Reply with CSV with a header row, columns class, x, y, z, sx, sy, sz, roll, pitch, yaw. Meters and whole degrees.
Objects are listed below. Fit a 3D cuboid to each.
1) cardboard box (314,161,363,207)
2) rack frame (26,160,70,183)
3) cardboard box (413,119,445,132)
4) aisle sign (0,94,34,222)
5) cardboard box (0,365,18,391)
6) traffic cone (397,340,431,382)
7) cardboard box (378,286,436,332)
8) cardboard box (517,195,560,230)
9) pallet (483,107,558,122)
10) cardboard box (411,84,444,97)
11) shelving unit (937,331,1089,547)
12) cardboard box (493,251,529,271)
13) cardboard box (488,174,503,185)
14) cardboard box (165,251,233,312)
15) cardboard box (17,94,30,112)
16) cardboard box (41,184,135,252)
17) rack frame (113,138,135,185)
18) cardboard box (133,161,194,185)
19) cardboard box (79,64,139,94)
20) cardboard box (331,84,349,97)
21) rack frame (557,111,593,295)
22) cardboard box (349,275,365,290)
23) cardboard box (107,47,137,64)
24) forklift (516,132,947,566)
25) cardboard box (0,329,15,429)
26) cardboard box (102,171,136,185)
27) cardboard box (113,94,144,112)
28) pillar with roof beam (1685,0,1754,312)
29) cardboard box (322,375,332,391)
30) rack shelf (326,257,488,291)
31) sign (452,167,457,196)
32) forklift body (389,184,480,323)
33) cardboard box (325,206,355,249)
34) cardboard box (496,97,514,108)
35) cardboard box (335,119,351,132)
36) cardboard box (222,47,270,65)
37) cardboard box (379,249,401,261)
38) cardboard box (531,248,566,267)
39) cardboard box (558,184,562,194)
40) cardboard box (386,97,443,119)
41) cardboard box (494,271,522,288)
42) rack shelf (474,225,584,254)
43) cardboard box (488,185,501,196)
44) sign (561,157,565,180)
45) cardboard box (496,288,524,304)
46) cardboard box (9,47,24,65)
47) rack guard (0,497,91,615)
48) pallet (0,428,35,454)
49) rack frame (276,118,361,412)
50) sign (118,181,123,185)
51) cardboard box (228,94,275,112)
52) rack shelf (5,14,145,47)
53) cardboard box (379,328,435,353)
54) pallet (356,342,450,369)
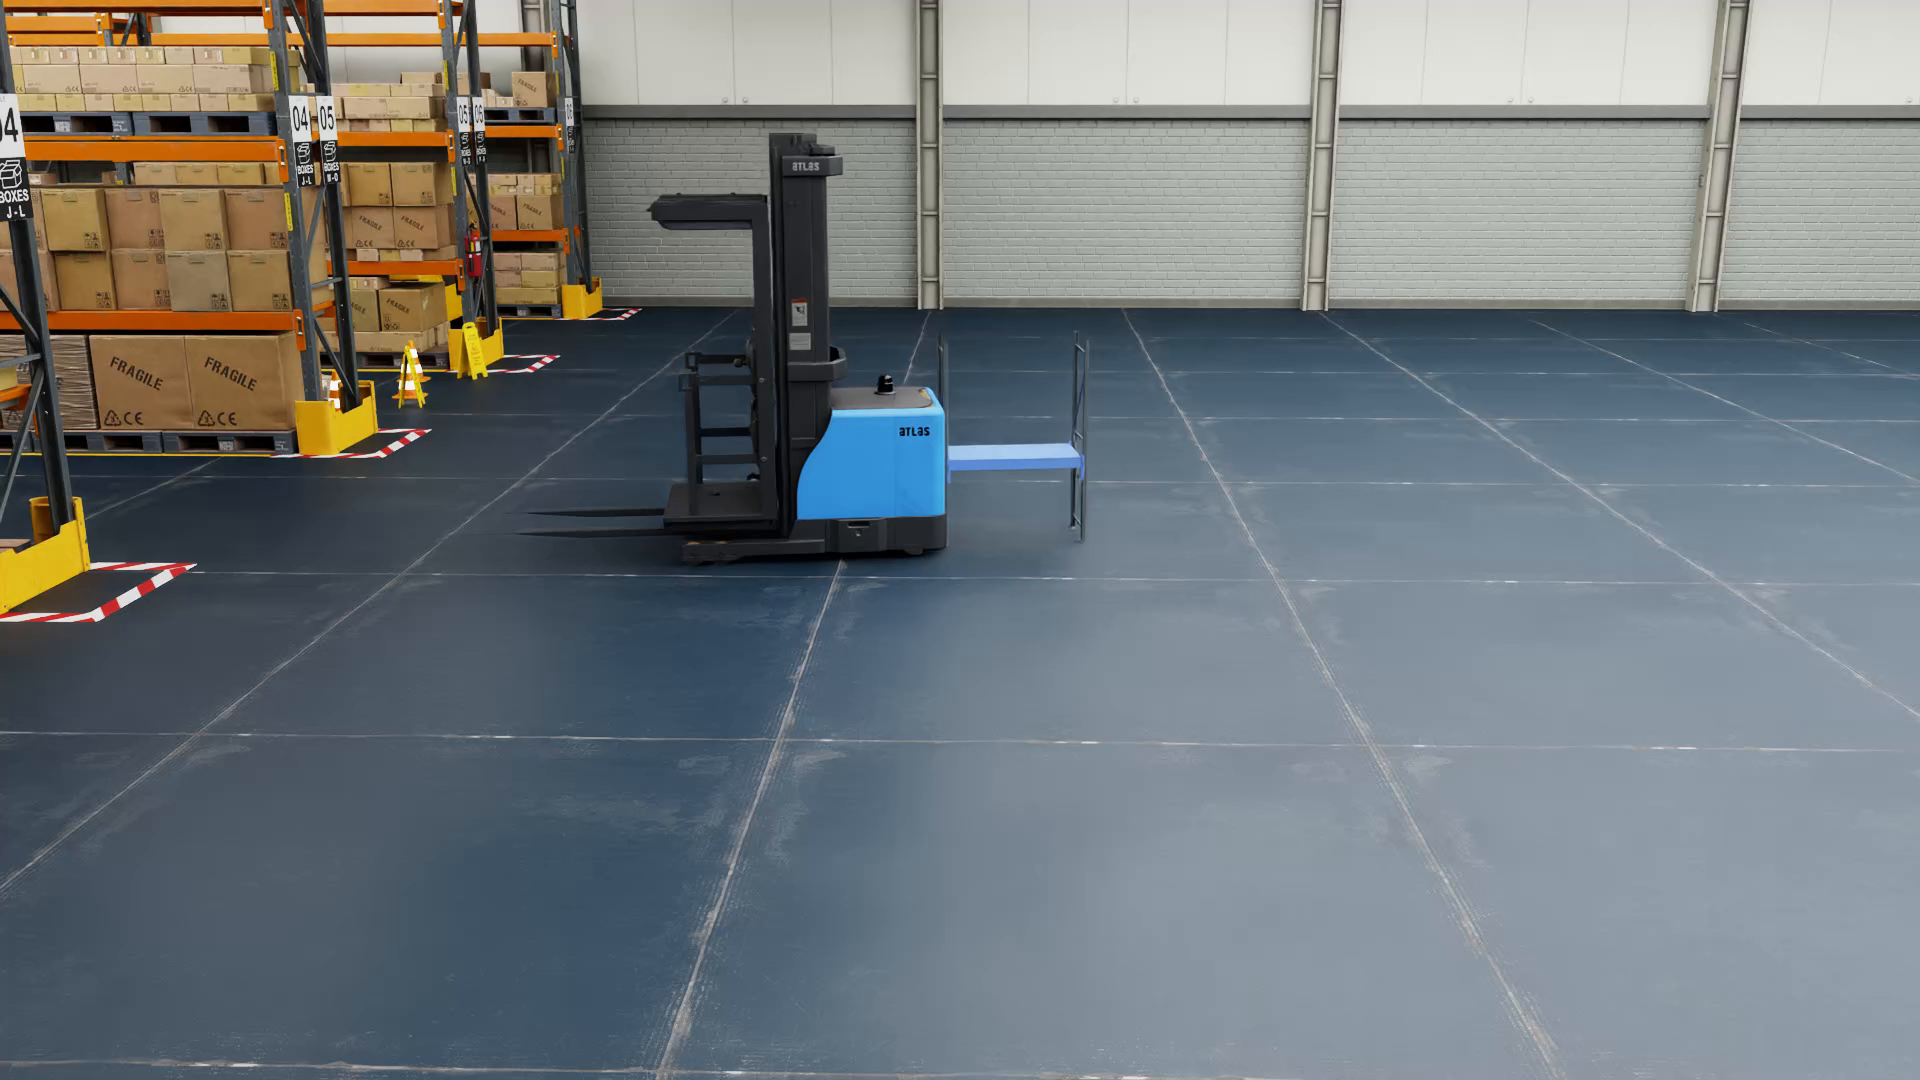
class,x,y,z,sx,sy,sz,roll,pitch,yaw
cardboard box,-7.445,-4.247,19.818,0.500,0.500,0.700,0,15,1
rack frame,-13.785,-4.959,25.258,0.127,3.000,1.000,0,15,1
cardboard box,-6.274,-4.901,19.650,0.250,0.149,0.380,0,15,2
aisle sign,-6.094,-2.447,10.640,0.004,0.787,0.394,0,15,1
cardboard box,-6.442,-1.055,10.953,0.250,0.149,0.380,0,15,1
traffic cone,-6.373,-2.089,19.349,0.334,0.463,0.336,0,15,1
cardboard box,-6.718,-2.816,20.231,0.500,0.500,0.500,0,15,2
cardboard box,-6.286,-4.892,24.806,0.500,0.500,0.500,0,15,0
pallet,-6.494,-6.326,24.731,1.213,0.211,1.003,0,15,1
cardboard box,-6.256,-5.283,19.533,0.250,0.149,0.380,1,15,2
shelving unit,0.378,-0.750,12.244,1.048,1.500,0.538,-2,15,-6
cardboard box,-6.766,-4.190,24.947,0.500,0.250,0.500,1,15,2
cardboard box,-6.907,-5.371,24.766,0.250,0.149,0.380,0,15,2
cardboard box,-6.858,-2.440,15.414,0.550,0.550,0.875,0,15,1
cardboard box,-8.306,-3.888,14.790,0.250,0.149,0.380,0,15,1
cardboard box,-7.947,-2.974,15.322,0.500,0.550,0.875,0,15,1
rack frame,-9.909,-3.667,20.361,0.127,3.000,1.000,0,15,1
cardboard box,-9.475,-4.285,19.962,0.500,0.500,0.700,0,15,1
cardboard box,-7.434,-4.090,14.776,0.500,0.250,0.500,0,15,1
cardboard box,-7.265,-5.309,19.634,0.250,0.149,0.380,0,15,1
rack frame,-5.787,-4.907,25.060,0.127,3.000,1.000,0,15,1
cardboard box,-7.338,-3.118,20.102,0.250,0.149,0.380,1,15,2
cardboard box,-7.296,-4.267,14.663,0.250,0.149,0.380,0,15,2
forklift,-1.649,-1.378,11.818,3.031,2.935,1.130,-2,15,-6
cardboard box,-9.308,-1.558,15.708,0.875,0.875,0.875,1,15,2
cardboard box,-10.370,-4.470,20.527,0.250,0.149,0.380,0,15,1
cardboard box,-7.295,-3.881,14.764,0.250,0.149,0.380,0,15,1
pillar with roof beam,11.424,-6.827,20.577,0.400,9.000,9.100,0,15,1
cardboard box,-7.272,-1.756,18.706,0.250,0.149,0.380,9,17,30
rack shelf,-7.910,-3.307,20.403,4.000,0.370,1.077,0,15,1
sign,-5.945,-4.213,19.538,0.005,0.325,0.100,0,15,1
forklift body,-7.730,-4.044,23.452,1.214,2.155,2.313,0,15,1
cardboard box,-7.461,-3.775,19.991,0.500,0.500,0.500,0,15,1
cardboard box,-6.623,-6.416,24.370,0.250,0.149,0.380,0,15,0
cardboard box,-7.290,-4.913,19.695,0.250,0.149,0.380,0,15,1
cardboard box,-6.281,-4.260,14.637,0.250,0.149,0.380,1,15,2
cardboard box,-6.802,-3.448,20.023,0.250,0.149,0.380,0,15,0
cardboard box,-6.263,-4.316,25.425,0.500,0.250,0.500,0,15,1
cardboard box,-6.120,-5.338,25.224,0.250,0.149,0.380,0,15,0
cardboard box,-6.429,-5.098,19.613,0.500,0.250,0.500,0,15,1
cardboard box,-6.783,-3.952,25.026,0.500,0.250,0.500,0,15,1
rack shelf,-7.787,-4.572,25.201,4.000,0.370,1.077,0,15,1
cardboard box,-6.903,-5.216,24.763,0.250,0.149,0.380,0,15,1
sign,-5.815,-5.443,24.358,0.005,0.325,0.100,0,15,1
cardboard box,-6.762,-3.709,25.085,0.500,0.250,0.500,0,15,1
cardboard box,-8.307,-4.273,14.687,0.250,0.149,0.380,0,15,1
rack guard,-6.240,0.094,11.004,0.348,0.500,1.175,0,15,1
pallet,-9.176,-1.031,15.835,1.213,0.211,1.003,0,15,1
rack frame,-5.936,-2.378,15.475,0.127,3.000,1.000,0,15,1
sign,-9.920,-4.086,19.677,0.005,0.325,0.100,0,15,1
cardboard box,-6.277,-3.874,14.739,0.250,0.149,0.380,0,15,1
rack shelf,-11.908,-6.040,19.788,4.000,0.370,1.077,0,15,1
cardboard box,-6.749,-2.452,20.320,0.500,0.250,0.500,0,15,1
pallet,-6.798,-2.308,20.674,1.213,0.211,1.003,0,15,1
